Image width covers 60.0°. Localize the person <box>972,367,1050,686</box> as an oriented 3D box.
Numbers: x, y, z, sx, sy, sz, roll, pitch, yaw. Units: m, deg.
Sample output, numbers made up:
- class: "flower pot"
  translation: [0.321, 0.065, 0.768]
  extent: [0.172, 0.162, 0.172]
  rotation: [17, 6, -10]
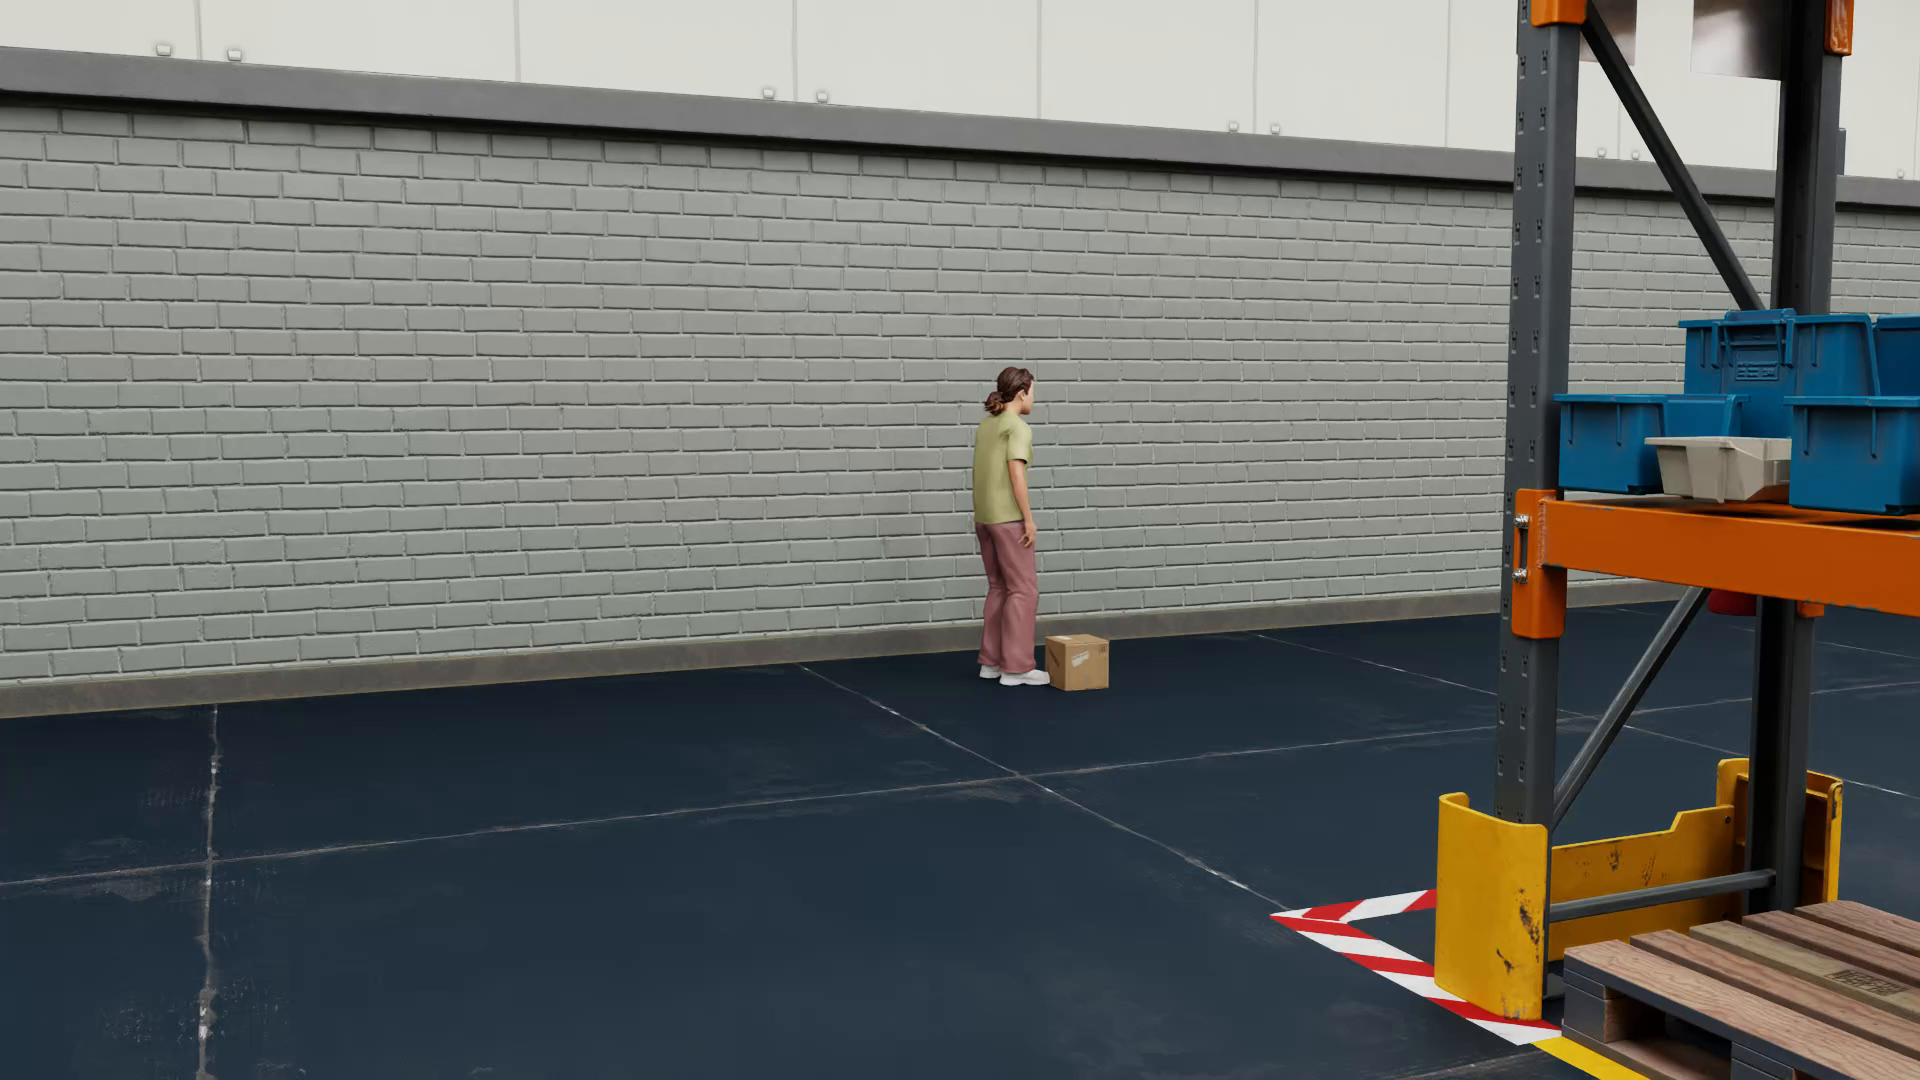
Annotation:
- class: "person"
  translation: [0.261, -0.083, 8.837]
  extent: [0.363, 1.671, 0.511]
  rotation: [-3, 6, -27]
